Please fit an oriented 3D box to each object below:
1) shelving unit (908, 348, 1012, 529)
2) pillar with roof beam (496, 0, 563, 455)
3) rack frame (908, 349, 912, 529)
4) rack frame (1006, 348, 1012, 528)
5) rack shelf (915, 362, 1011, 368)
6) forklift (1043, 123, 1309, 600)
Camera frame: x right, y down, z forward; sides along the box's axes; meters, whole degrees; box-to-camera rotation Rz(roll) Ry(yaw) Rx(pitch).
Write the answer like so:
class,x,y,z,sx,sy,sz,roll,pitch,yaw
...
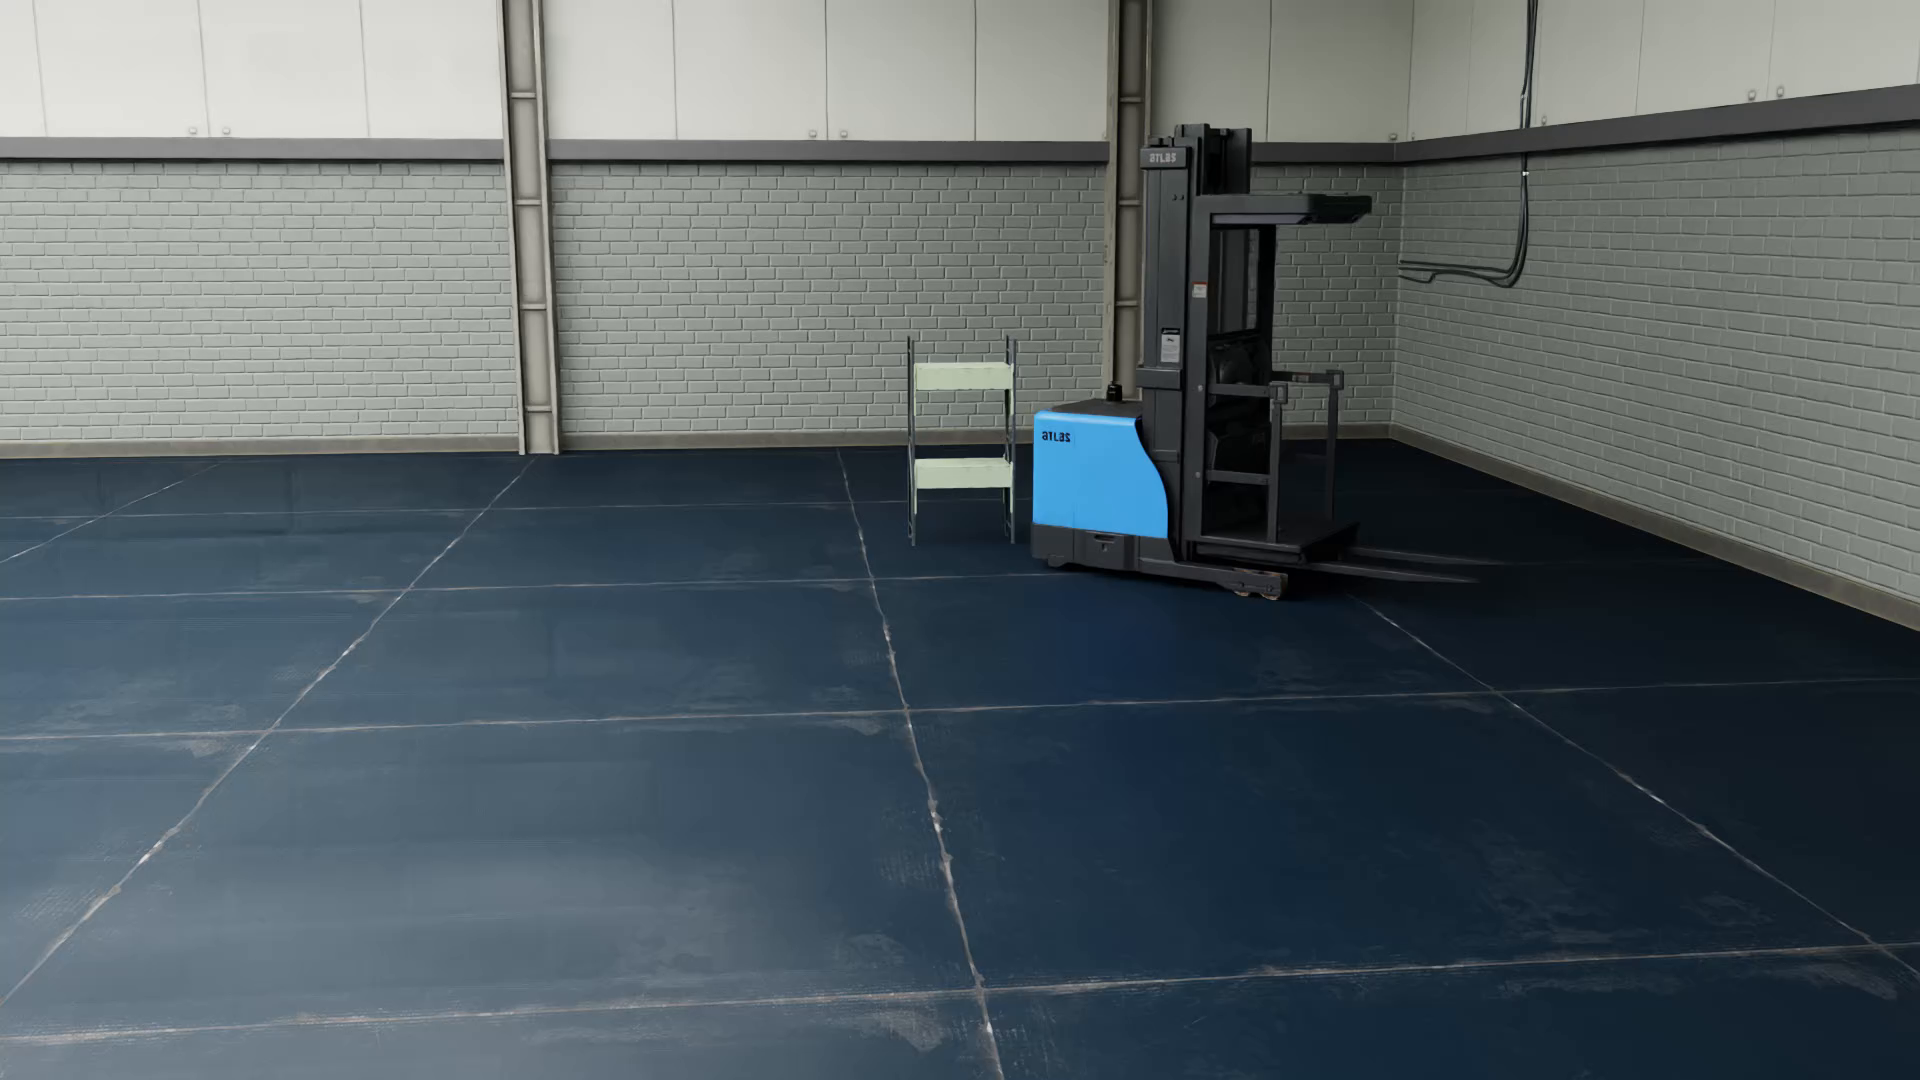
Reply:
class,x,y,z,sx,sy,sz,roll,pitch,yaw
shelving unit,0.006,-0.736,12.225,0.742,1.308,0.380,-1,11,-6
pillar with roof beam,-3.788,-4.481,11.833,0.400,9.000,9.100,-1,11,-6
rack frame,-0.357,-0.729,12.187,0.010,1.308,0.380,-1,11,-6
rack frame,0.370,-0.744,12.264,0.010,1.308,0.380,-1,11,-6
rack shelf,0.007,-1.250,12.123,0.686,0.052,0.368,-1,11,-6
forklift,1.996,-1.176,10.753,3.031,2.935,1.109,7,13,32
